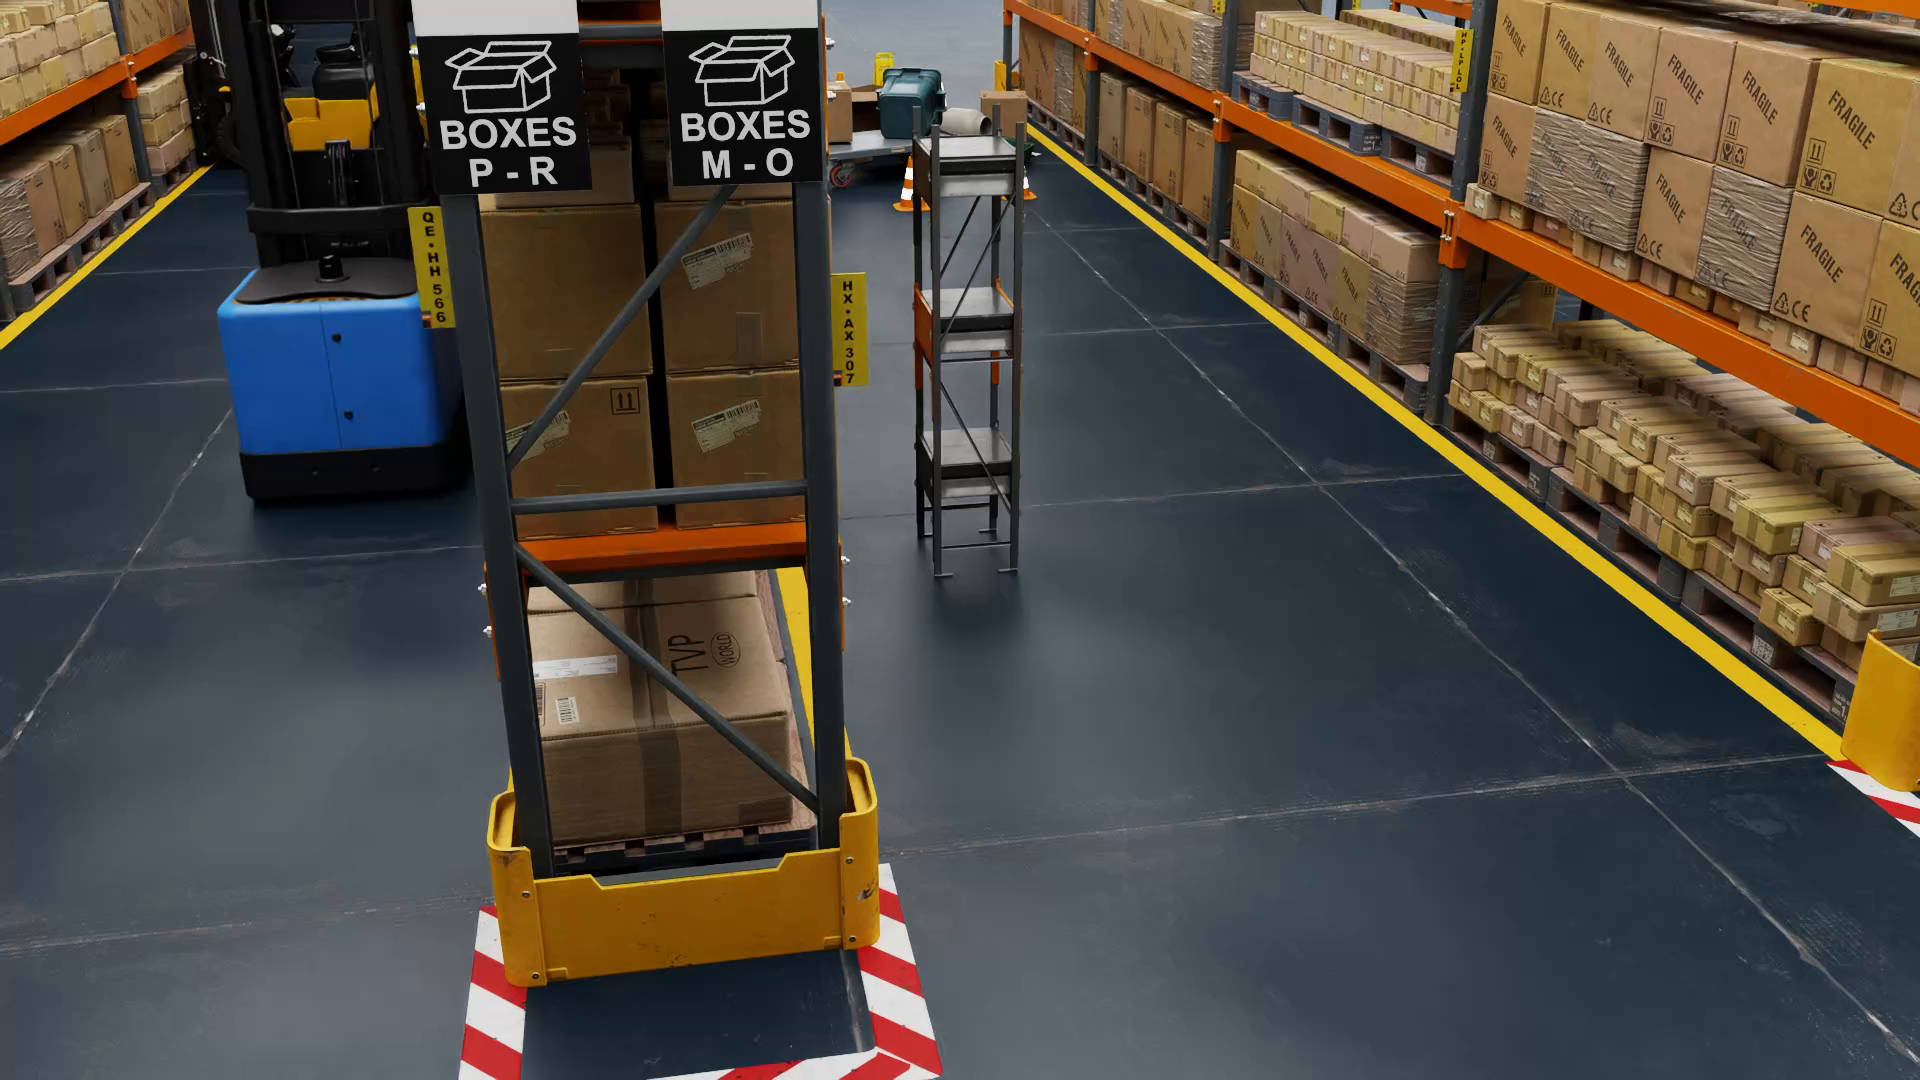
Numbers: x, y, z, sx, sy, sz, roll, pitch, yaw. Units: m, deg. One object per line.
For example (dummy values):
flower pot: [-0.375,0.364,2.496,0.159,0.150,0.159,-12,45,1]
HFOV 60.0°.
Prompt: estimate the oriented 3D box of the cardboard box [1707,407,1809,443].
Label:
cardboard box: [3.823,-0.520,7.988,0.380,0.149,0.250,-4,24,-10]

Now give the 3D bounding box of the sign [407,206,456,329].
sign: [-1.393,-0.721,4.410,0.100,0.325,0.005,-4,24,-10]

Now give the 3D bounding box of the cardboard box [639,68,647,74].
cardboard box: [-1.184,-2.085,7.091,0.380,0.149,0.250,-5,24,-10]

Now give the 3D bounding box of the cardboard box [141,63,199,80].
cardboard box: [-8.011,-4.676,16.869,0.500,0.250,0.500,-5,24,-11]

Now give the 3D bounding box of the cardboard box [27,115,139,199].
cardboard box: [-7.846,-3.367,14.655,0.875,0.625,0.625,-3,24,-7]

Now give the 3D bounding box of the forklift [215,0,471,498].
forklift: [-3.416,-2.116,9.433,1.130,2.935,3.031,-4,24,-9]

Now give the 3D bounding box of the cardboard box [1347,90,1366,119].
cardboard box: [2.738,-2.827,10.764,0.380,0.149,0.250,-3,24,-7]

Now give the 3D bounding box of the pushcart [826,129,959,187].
pushcart: [-0.844,-3.823,16.532,1.648,0.377,0.936,-13,27,-28]

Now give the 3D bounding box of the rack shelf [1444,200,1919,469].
rack shelf: [3.619,-0.980,7.644,1.077,0.370,4.000,-4,24,-10]

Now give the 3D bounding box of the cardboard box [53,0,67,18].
cardboard box: [-7.447,-4.291,13.392,0.380,0.149,0.250,-5,24,-11]

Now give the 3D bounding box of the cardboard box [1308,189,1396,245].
cardboard box: [2.670,-2.171,11.134,0.500,0.250,0.500,-5,24,-12]

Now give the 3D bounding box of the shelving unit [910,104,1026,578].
shelving unit: [0.031,-0.897,7.681,0.431,2.100,0.503,-4,24,-10]

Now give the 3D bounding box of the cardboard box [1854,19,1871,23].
cardboard box: [7.226,-3.831,13.149,0.500,0.500,0.500,-4,24,-8]

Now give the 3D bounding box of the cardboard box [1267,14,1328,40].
cardboard box: [2.457,-3.718,12.060,0.380,0.149,0.250,-5,24,-11]

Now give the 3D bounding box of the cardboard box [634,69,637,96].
cardboard box: [-2.103,-2.755,9.436,0.500,0.500,0.500,-4,24,-8]

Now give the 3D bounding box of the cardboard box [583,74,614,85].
cardboard box: [-1.410,-1.542,5.848,0.380,0.149,0.250,-4,24,-8]

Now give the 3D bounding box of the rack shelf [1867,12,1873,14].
rack shelf: [11.161,-6.394,20.040,1.077,0.370,4.000,-4,24,-10]

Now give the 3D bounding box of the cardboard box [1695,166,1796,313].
cardboard box: [3.460,-1.264,6.900,0.500,0.500,0.500,-4,24,-10]

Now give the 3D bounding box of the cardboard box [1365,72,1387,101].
cardboard box: [2.787,-2.862,10.474,0.380,0.149,0.250,-6,24,-12]

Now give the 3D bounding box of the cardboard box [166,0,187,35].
cardboard box: [-8.058,-5.310,16.534,0.500,0.500,0.500,-4,24,-9]

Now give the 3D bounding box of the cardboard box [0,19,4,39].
cardboard box: [-7.167,-3.691,12.017,0.380,0.149,0.250,-4,24,-9]

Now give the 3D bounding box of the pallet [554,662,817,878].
pallet: [-1.081,0.853,6.034,1.003,0.211,1.213,-4,24,-10]

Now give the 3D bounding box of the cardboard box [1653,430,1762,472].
cardboard box: [3.450,-0.386,7.680,0.380,0.149,0.250,-5,24,-12]

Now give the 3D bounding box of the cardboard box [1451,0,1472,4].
cardboard box: [5.924,-6.301,19.244,0.380,0.149,0.250,-4,24,-10]

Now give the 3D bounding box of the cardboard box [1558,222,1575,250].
cardboard box: [3.247,-1.541,8.344,0.380,0.149,0.250,-5,24,-12]

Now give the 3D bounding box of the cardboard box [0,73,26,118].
cardboard box: [-7.143,-3.216,12.054,0.500,0.250,0.500,-5,24,-11]

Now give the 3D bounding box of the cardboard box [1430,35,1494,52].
cardboard box: [3.335,-3.249,10.988,0.380,0.149,0.250,-4,24,-8]

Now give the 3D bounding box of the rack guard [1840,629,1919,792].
rack guard: [3.975,0.593,6.267,1.175,0.500,0.348,-4,24,-10]

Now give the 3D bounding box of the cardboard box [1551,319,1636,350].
cardboard box: [3.571,-1.134,9.392,0.380,0.149,0.250,-4,24,-8]

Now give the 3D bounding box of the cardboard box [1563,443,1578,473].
cardboard box: [3.328,-0.417,8.494,0.380,0.149,0.250,-5,24,-12]

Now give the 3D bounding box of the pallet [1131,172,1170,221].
pallet: [2.216,-3.186,15.281,1.003,0.211,1.213,-4,24,-10]

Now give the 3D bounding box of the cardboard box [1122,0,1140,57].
cardboard box: [1.787,-4.666,15.061,0.500,0.500,0.500,-4,24,-10]

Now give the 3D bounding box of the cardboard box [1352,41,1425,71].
cardboard box: [2.743,-3.102,10.651,0.380,0.149,0.250,-5,24,-12]

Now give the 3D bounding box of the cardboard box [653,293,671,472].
cardboard box: [-0.784,-0.569,5.681,0.500,0.500,0.500,-5,24,-11]

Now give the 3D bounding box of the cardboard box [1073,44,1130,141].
cardboard box: [1.723,-4.714,17.426,0.875,0.875,0.875,-4,24,-9]

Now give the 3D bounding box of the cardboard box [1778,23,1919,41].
cardboard box: [3.896,-1.964,7.252,0.500,0.500,0.500,-5,24,-11]

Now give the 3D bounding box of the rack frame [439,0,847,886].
rack frame: [-0.857,-0.116,4.769,1.000,3.000,0.127,-4,24,-10]

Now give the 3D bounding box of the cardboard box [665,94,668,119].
cardboard box: [-0.770,-1.389,5.497,0.380,0.149,0.250,-5,24,-11]

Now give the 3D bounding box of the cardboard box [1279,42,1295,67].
cardboard box: [2.507,-3.467,11.857,0.380,0.149,0.250,-5,24,-11]

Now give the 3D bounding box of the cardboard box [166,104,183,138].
cardboard box: [-7.834,-4.040,16.039,0.500,0.250,0.500,-4,24,-10]

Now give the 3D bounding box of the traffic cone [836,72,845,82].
traffic cone: [-1.440,-5.390,20.012,0.336,0.463,0.334,-4,24,-10]

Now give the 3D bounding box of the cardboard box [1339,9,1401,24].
cardboard box: [3.051,-3.860,12.387,0.380,0.149,0.250,-5,24,-12]

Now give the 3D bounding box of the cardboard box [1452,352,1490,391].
cardboard box: [3.002,-0.952,9.347,0.380,0.149,0.250,-3,24,-7]

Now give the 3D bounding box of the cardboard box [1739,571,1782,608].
cardboard box: [3.576,0.196,7.091,0.380,0.149,0.250,-4,24,-10]

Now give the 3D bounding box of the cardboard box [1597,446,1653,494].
cardboard box: [3.298,-0.347,7.962,0.380,0.149,0.250,-4,24,-9]

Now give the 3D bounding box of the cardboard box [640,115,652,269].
cardboard box: [-0.871,-1.235,5.956,0.500,0.500,0.500,-4,24,-10]

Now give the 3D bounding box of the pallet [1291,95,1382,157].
pallet: [2.916,-2.806,11.166,1.003,0.211,1.213,-4,24,-10]

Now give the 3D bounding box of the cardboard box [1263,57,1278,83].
cardboard box: [2.444,-3.450,12.191,0.380,0.149,0.250,-3,24,-7]

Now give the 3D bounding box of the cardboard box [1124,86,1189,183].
cardboard box: [2.148,-3.787,15.459,1.050,0.750,0.750,-4,24,-10]

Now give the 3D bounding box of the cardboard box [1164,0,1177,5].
cardboard box: [2.150,-4.952,14.467,0.700,0.500,0.500,-5,24,-10]

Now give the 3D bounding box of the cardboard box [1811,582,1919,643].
cardboard box: [3.611,0.269,6.553,0.380,0.149,0.250,-5,24,-11]

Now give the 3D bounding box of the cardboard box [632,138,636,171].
cardboard box: [-1.485,-1.389,6.307,0.500,0.500,0.500,-4,24,-10]

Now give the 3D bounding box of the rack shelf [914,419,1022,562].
rack shelf: [0.031,-0.243,7.966,0.431,0.518,0.480,-4,24,-10]

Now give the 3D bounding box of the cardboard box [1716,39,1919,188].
cardboard box: [3.462,-1.728,6.712,0.500,0.500,0.500,-3,24,-7]

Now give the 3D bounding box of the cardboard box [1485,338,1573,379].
cardboard box: [3.102,-0.991,9.065,0.380,0.149,0.250,-3,24,-7]

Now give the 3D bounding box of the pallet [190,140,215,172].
pallet: [-8.288,-3.987,17.114,1.003,0.211,1.213,-4,24,-10]

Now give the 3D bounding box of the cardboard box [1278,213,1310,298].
cardboard box: [2.586,-2.020,11.726,0.500,0.500,0.500,-5,24,-11]

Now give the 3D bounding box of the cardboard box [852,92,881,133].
cardboard box: [-0.821,-4.457,17.657,0.797,0.637,0.503,-4,24,-10]

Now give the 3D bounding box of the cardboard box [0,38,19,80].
cardboard box: [-7.147,-3.444,11.951,0.500,0.250,0.500,-4,24,-8]

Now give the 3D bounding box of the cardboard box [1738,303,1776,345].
cardboard box: [3.491,-0.917,6.917,0.380,0.149,0.250,-5,24,-12]
